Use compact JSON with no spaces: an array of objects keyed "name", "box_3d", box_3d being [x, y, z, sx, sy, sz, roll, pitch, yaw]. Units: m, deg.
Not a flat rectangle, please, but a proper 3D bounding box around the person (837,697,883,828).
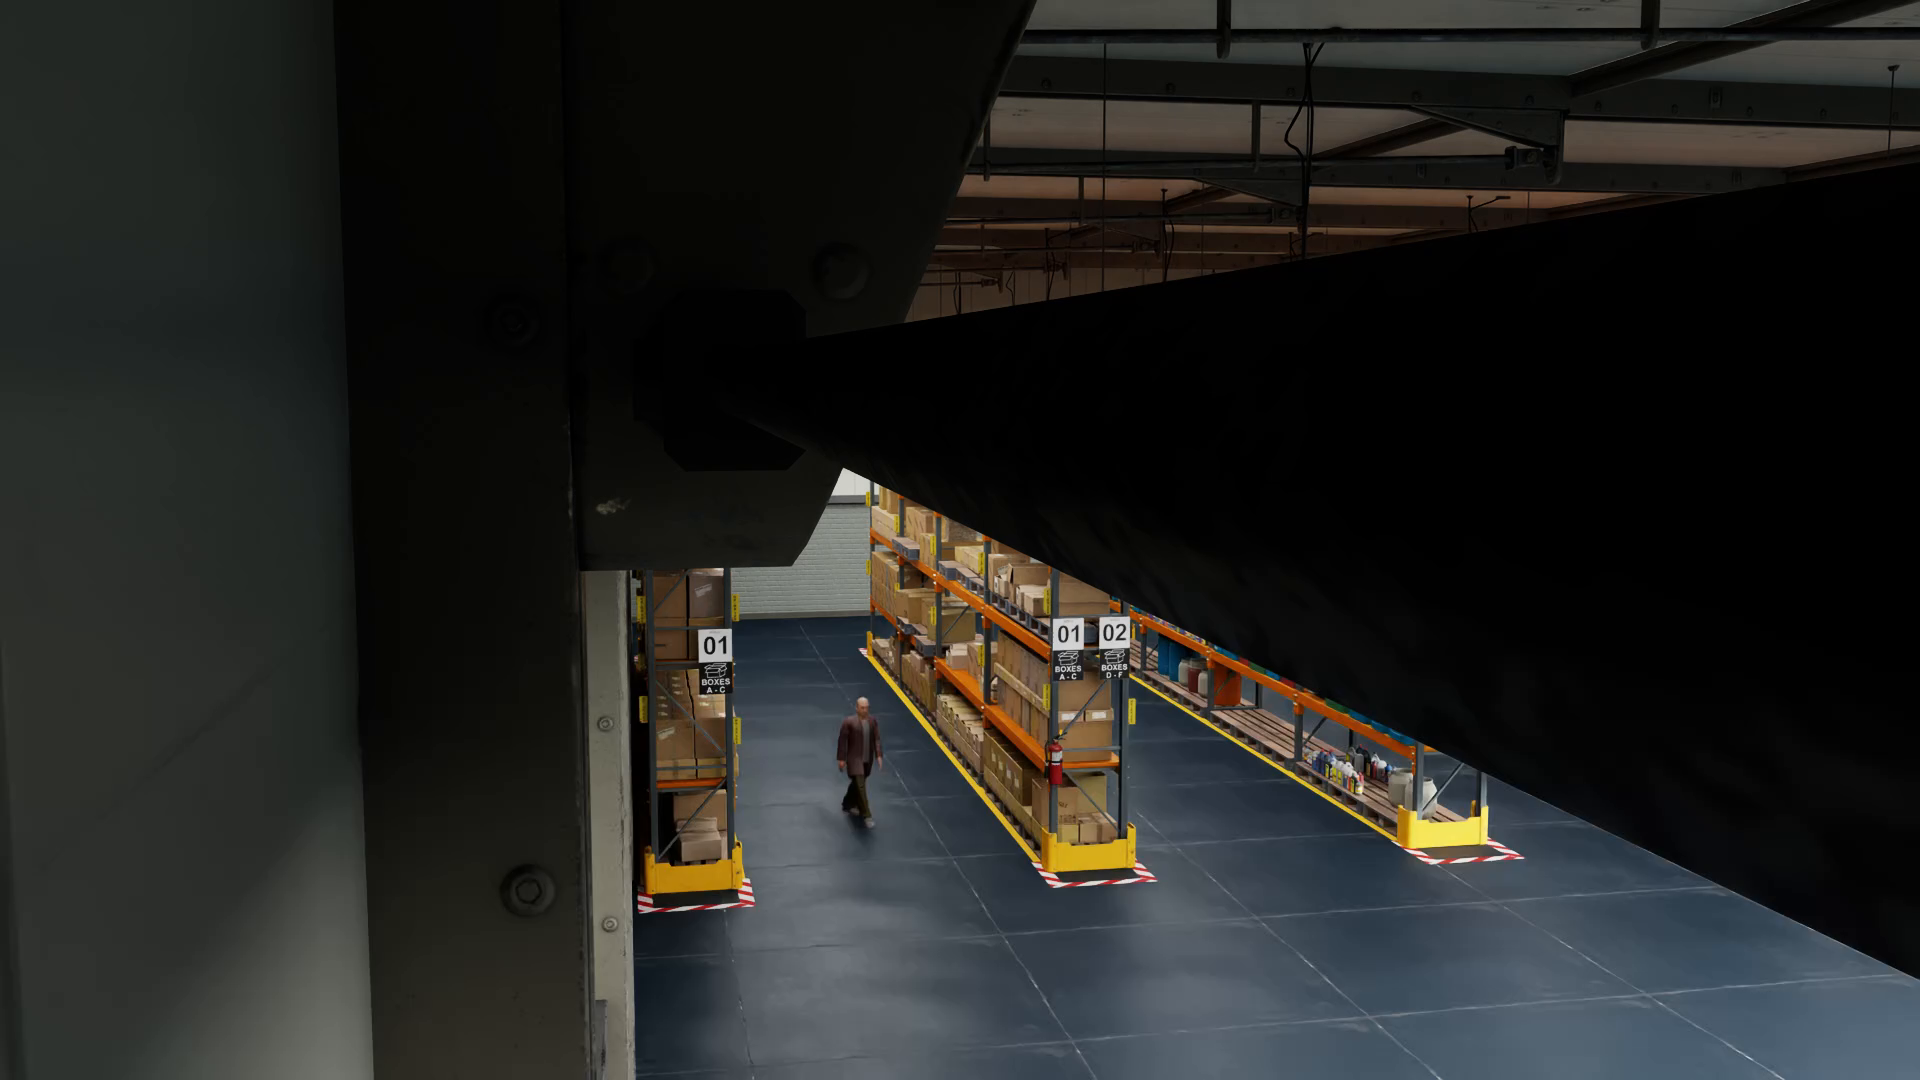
[{"name":"person","box_3d":[-1.354,3.039,23.047,0.599,1.727,1.059,-5,8,-42]}]
